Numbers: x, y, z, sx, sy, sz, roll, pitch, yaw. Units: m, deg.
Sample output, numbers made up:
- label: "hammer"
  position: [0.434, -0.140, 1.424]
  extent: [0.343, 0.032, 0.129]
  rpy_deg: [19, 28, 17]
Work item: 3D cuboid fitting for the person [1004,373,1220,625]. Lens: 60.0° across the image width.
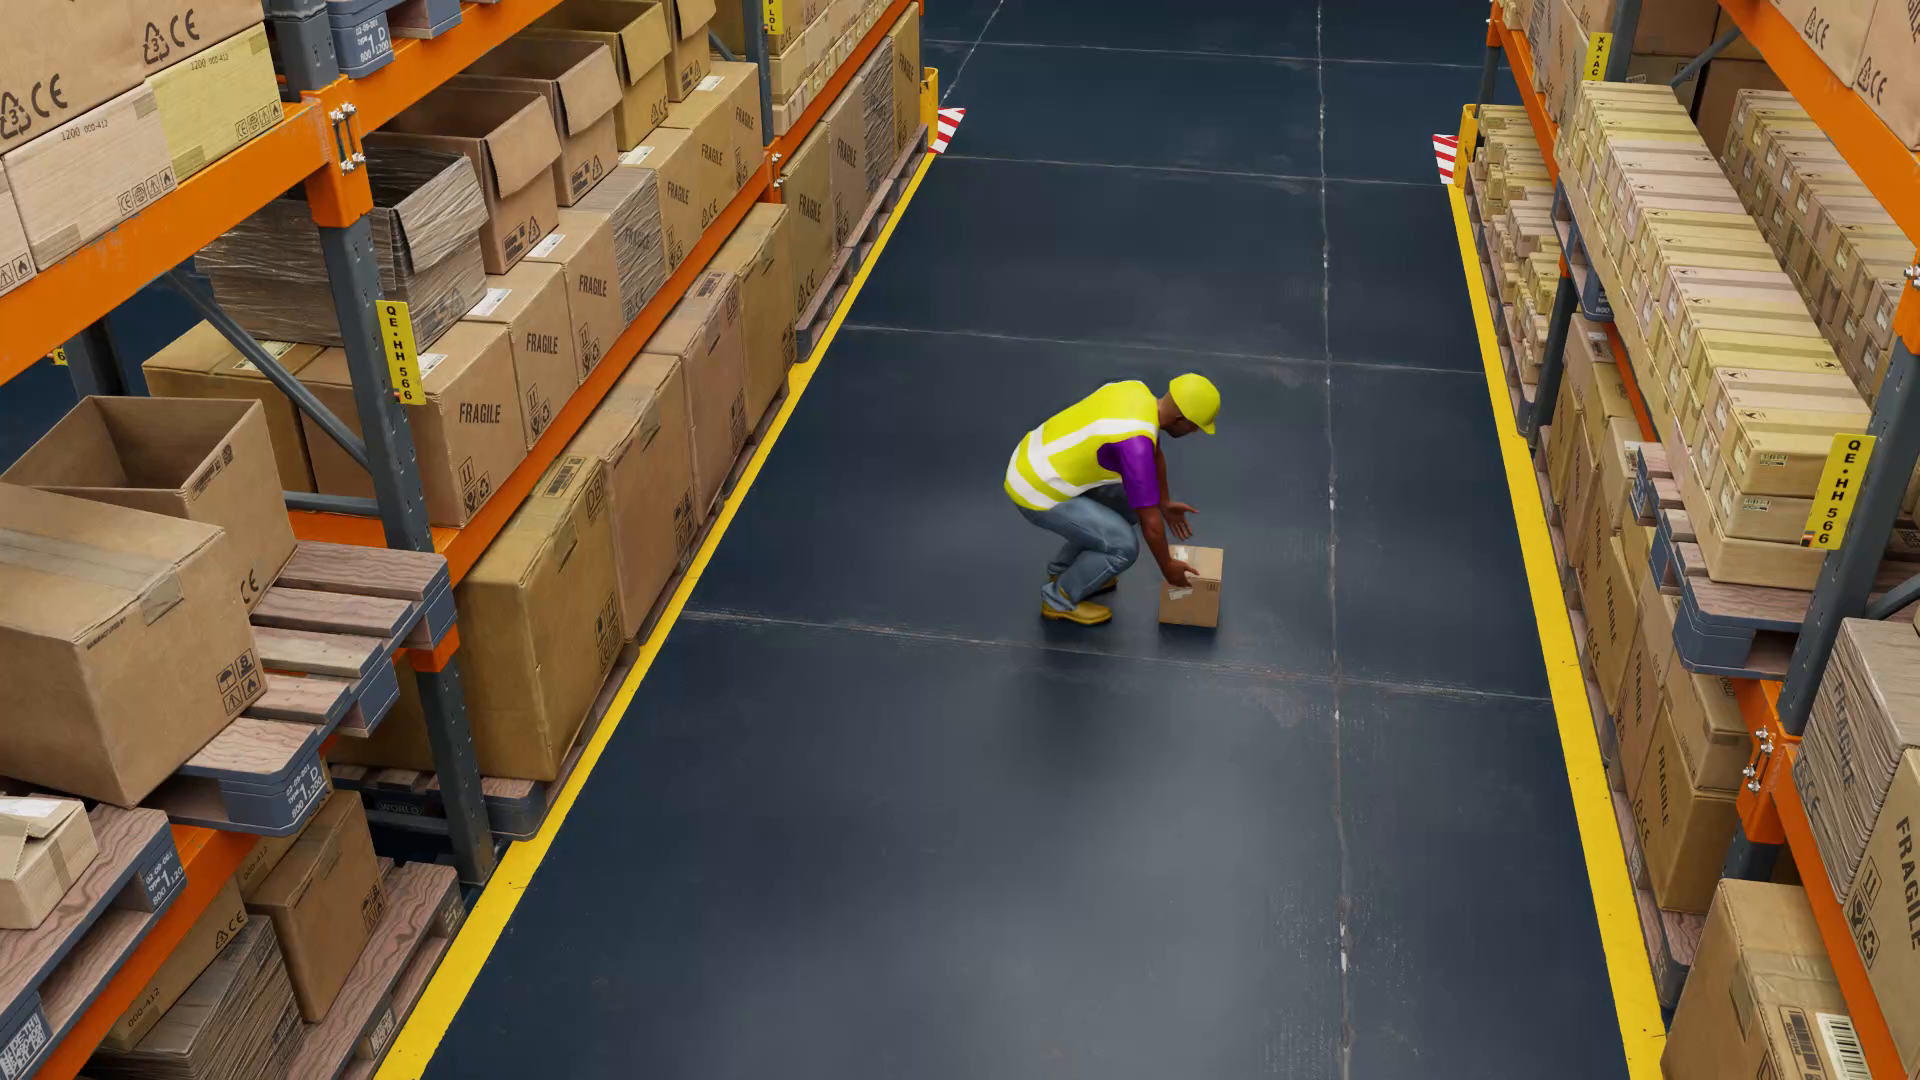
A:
- label: "person"
  position: [0.634, -0.222, 7.083]
  extent: [0.869, 1.112, 0.606]
  rpy_deg: [5, 33, 8]
